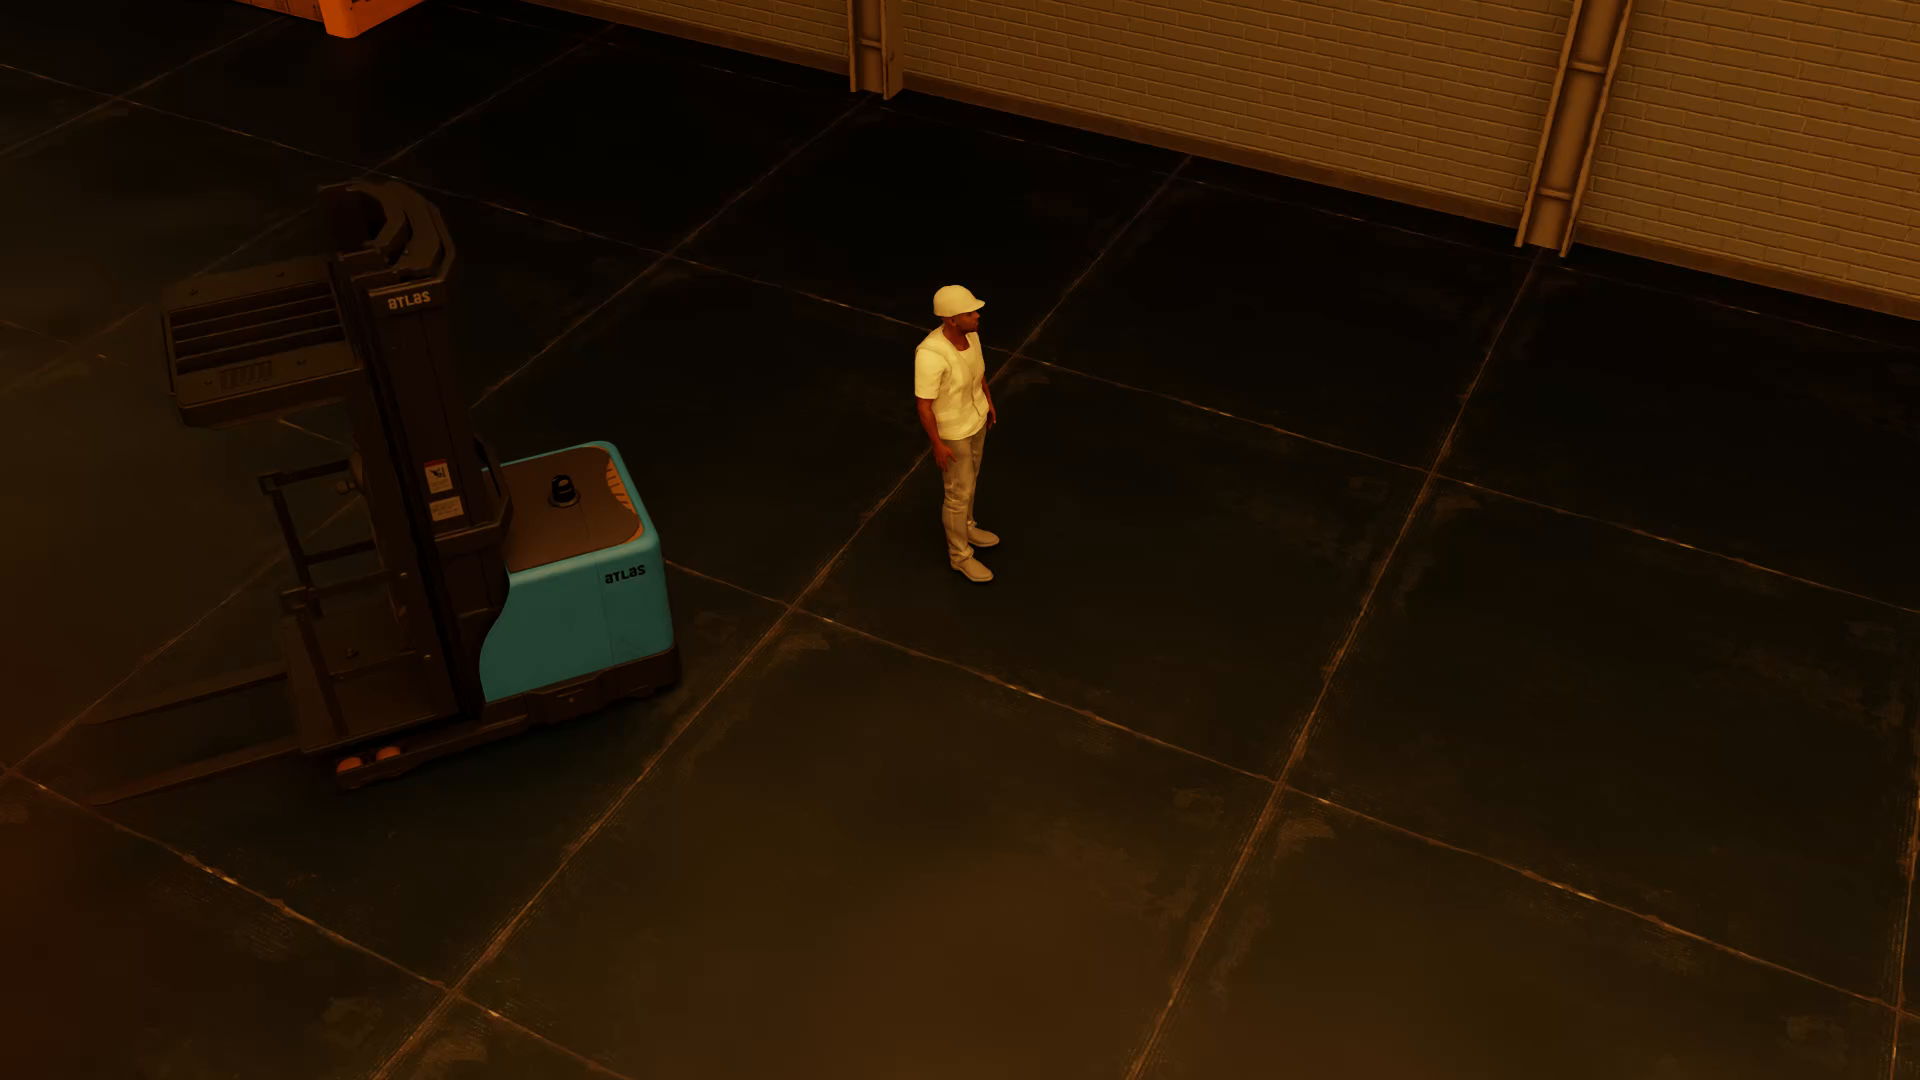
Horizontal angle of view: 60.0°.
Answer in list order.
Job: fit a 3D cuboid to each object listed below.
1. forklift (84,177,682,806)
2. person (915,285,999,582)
[{"bbox_3d":[-3.117,-0.209,8.234,3.031,2.935,1.130,-16,43,-18],"label":"forklift"},{"bbox_3d":[0.058,-0.657,9.659,0.577,1.765,0.665,18,43,21],"label":"person"}]
